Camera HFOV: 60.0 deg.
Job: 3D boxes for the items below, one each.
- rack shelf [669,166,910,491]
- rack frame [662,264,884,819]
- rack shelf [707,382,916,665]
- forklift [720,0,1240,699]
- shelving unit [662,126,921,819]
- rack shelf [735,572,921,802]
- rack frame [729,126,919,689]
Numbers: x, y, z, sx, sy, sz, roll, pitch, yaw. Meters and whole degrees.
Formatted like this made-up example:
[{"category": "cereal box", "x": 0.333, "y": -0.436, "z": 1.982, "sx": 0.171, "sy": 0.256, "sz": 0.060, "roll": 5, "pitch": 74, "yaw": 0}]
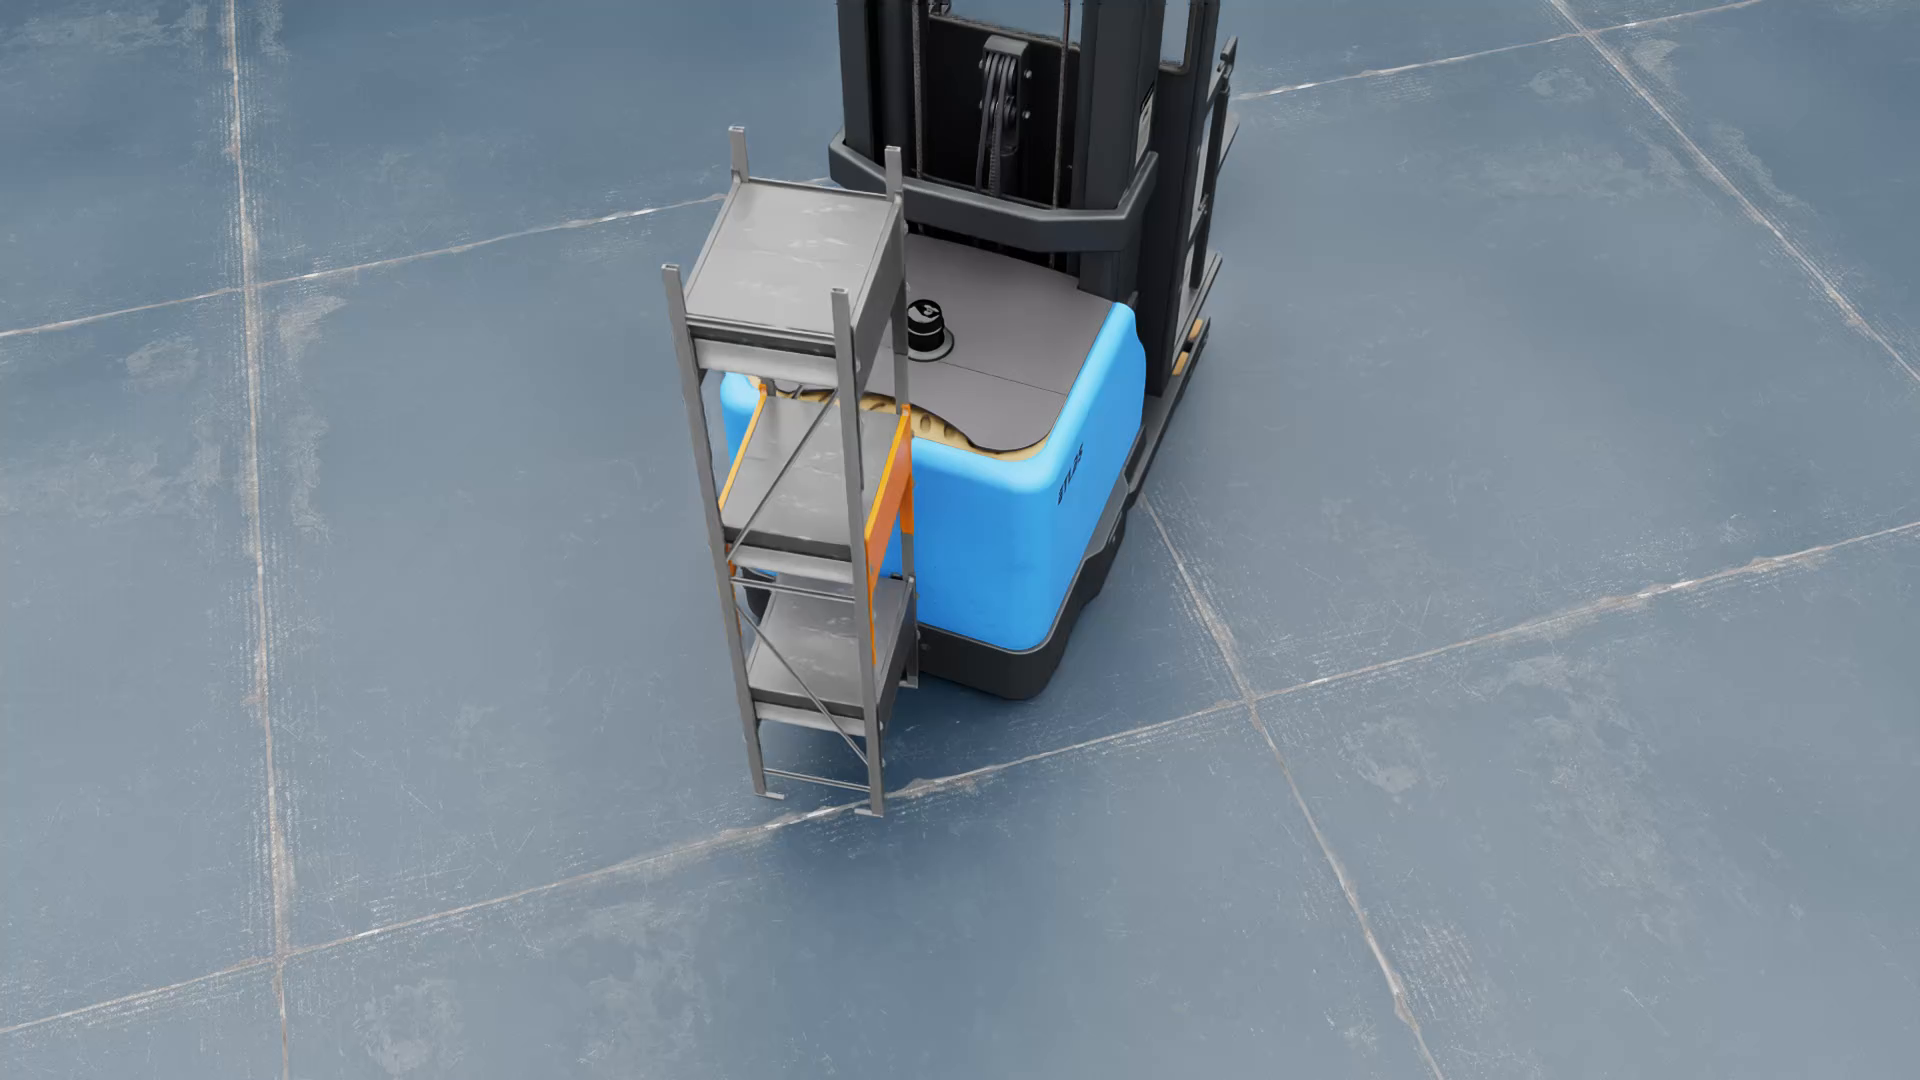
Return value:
[{"category": "rack shelf", "x": -0.379, "y": -0.493, "z": 3.895, "sx": 0.431, "sy": 0.518, "sz": 0.480, "roll": 9, "pitch": 50, "yaw": 7}, {"category": "rack frame", "x": -0.428, "y": 0.132, "z": 4.265, "sx": 0.400, "sy": 2.100, "sz": 0.015, "roll": 9, "pitch": 50, "yaw": 7}, {"category": "rack shelf", "x": -0.379, "y": -0.042, "z": 4.430, "sx": 0.431, "sy": 0.518, "sz": 0.480, "roll": 9, "pitch": 50, "yaw": 7}, {"category": "forklift", "x": 0.304, "y": -1.597, "z": 5.179, "sx": 1.130, "sy": 2.935, "sz": 3.031, "roll": 17, "pitch": 52, "yaw": 14}, {"category": "shelving unit", "x": -0.379, "y": -0.051, "z": 4.420, "sx": 0.431, "sy": 2.100, "sz": 0.503, "roll": 9, "pitch": 50, "yaw": 7}, {"category": "rack shelf", "x": -0.380, "y": 0.409, "z": 4.965, "sx": 0.431, "sy": 0.518, "sz": 0.480, "roll": 9, "pitch": 50, "yaw": 7}, {"category": "rack frame", "x": -0.331, "y": -0.234, "z": 4.574, "sx": 0.400, "sy": 2.100, "sz": 0.015, "roll": 9, "pitch": 50, "yaw": 7}]
